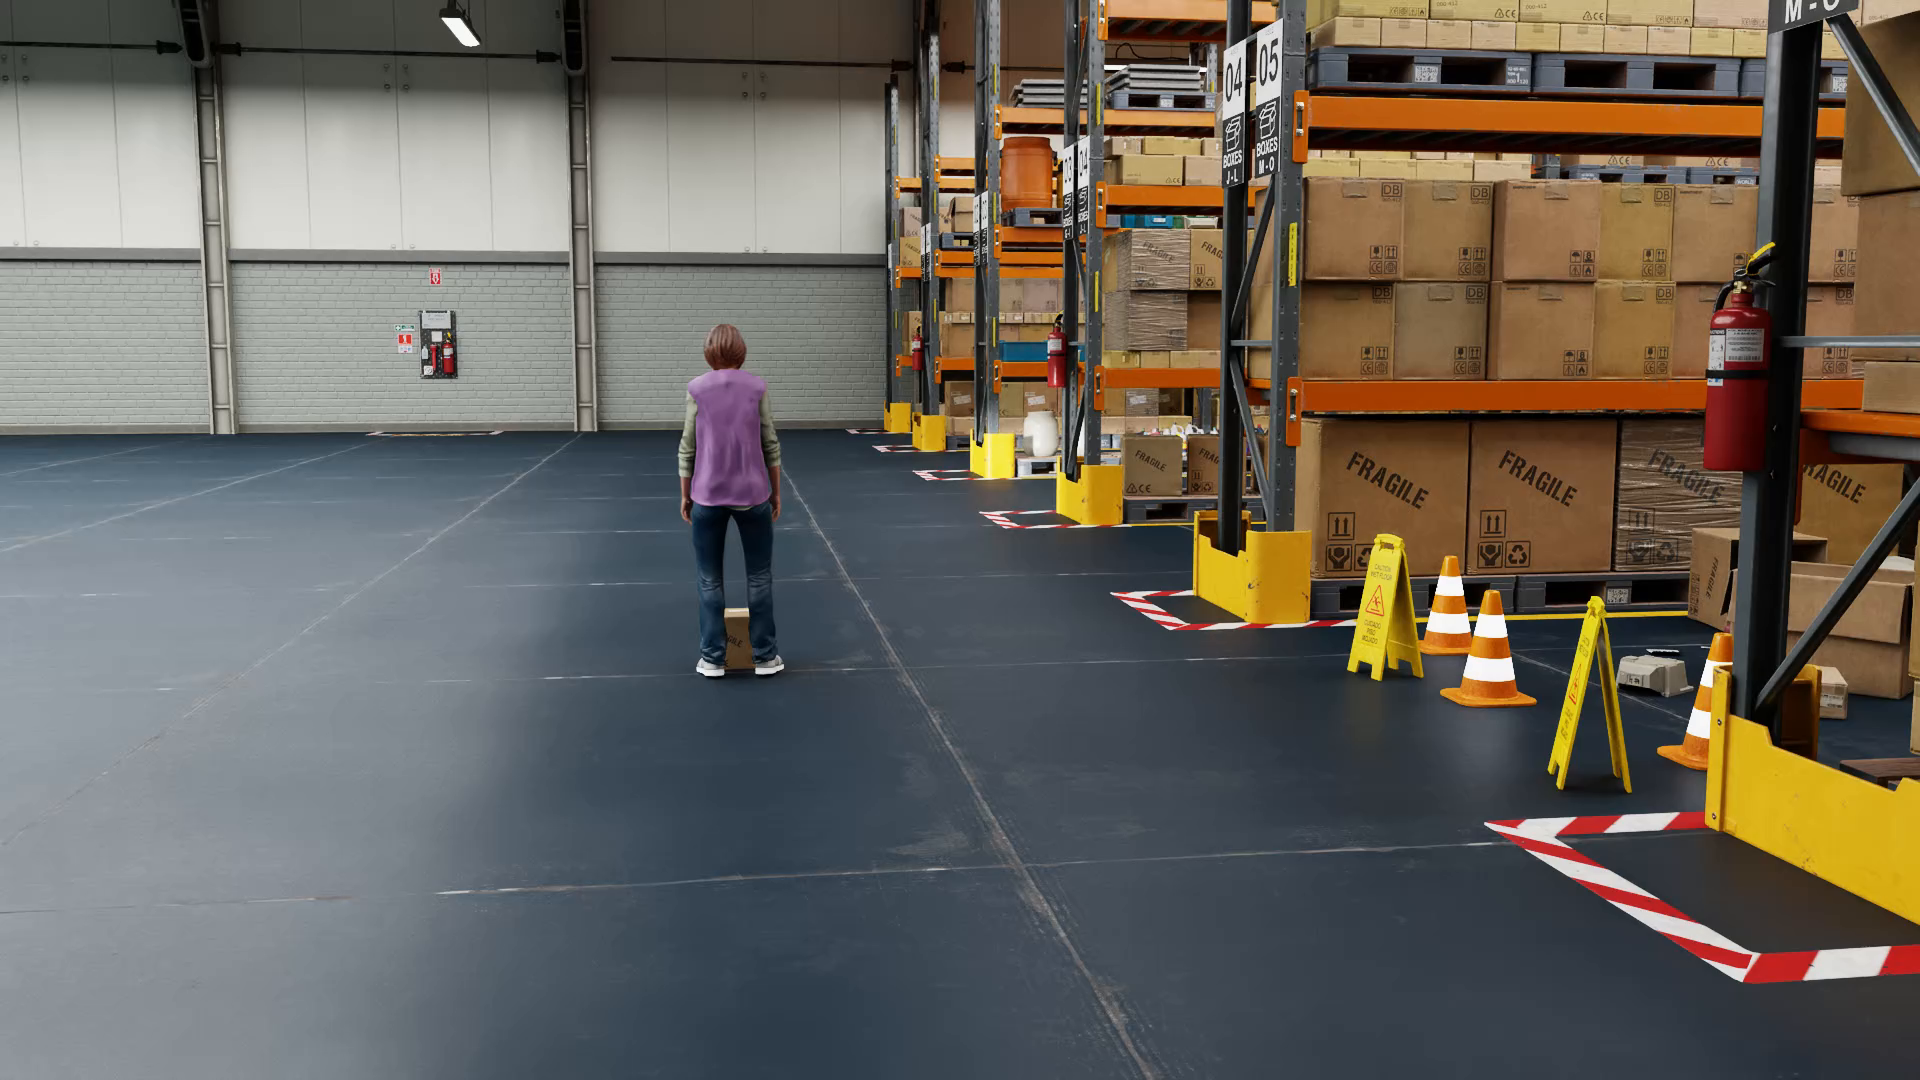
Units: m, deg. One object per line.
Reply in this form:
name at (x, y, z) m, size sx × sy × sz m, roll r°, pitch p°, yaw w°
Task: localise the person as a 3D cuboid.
person at (-1.035, -0.169, 7.511) m, size 0.462 × 1.582 × 0.343 m, roll -1°, pitch 7°, yaw -8°
